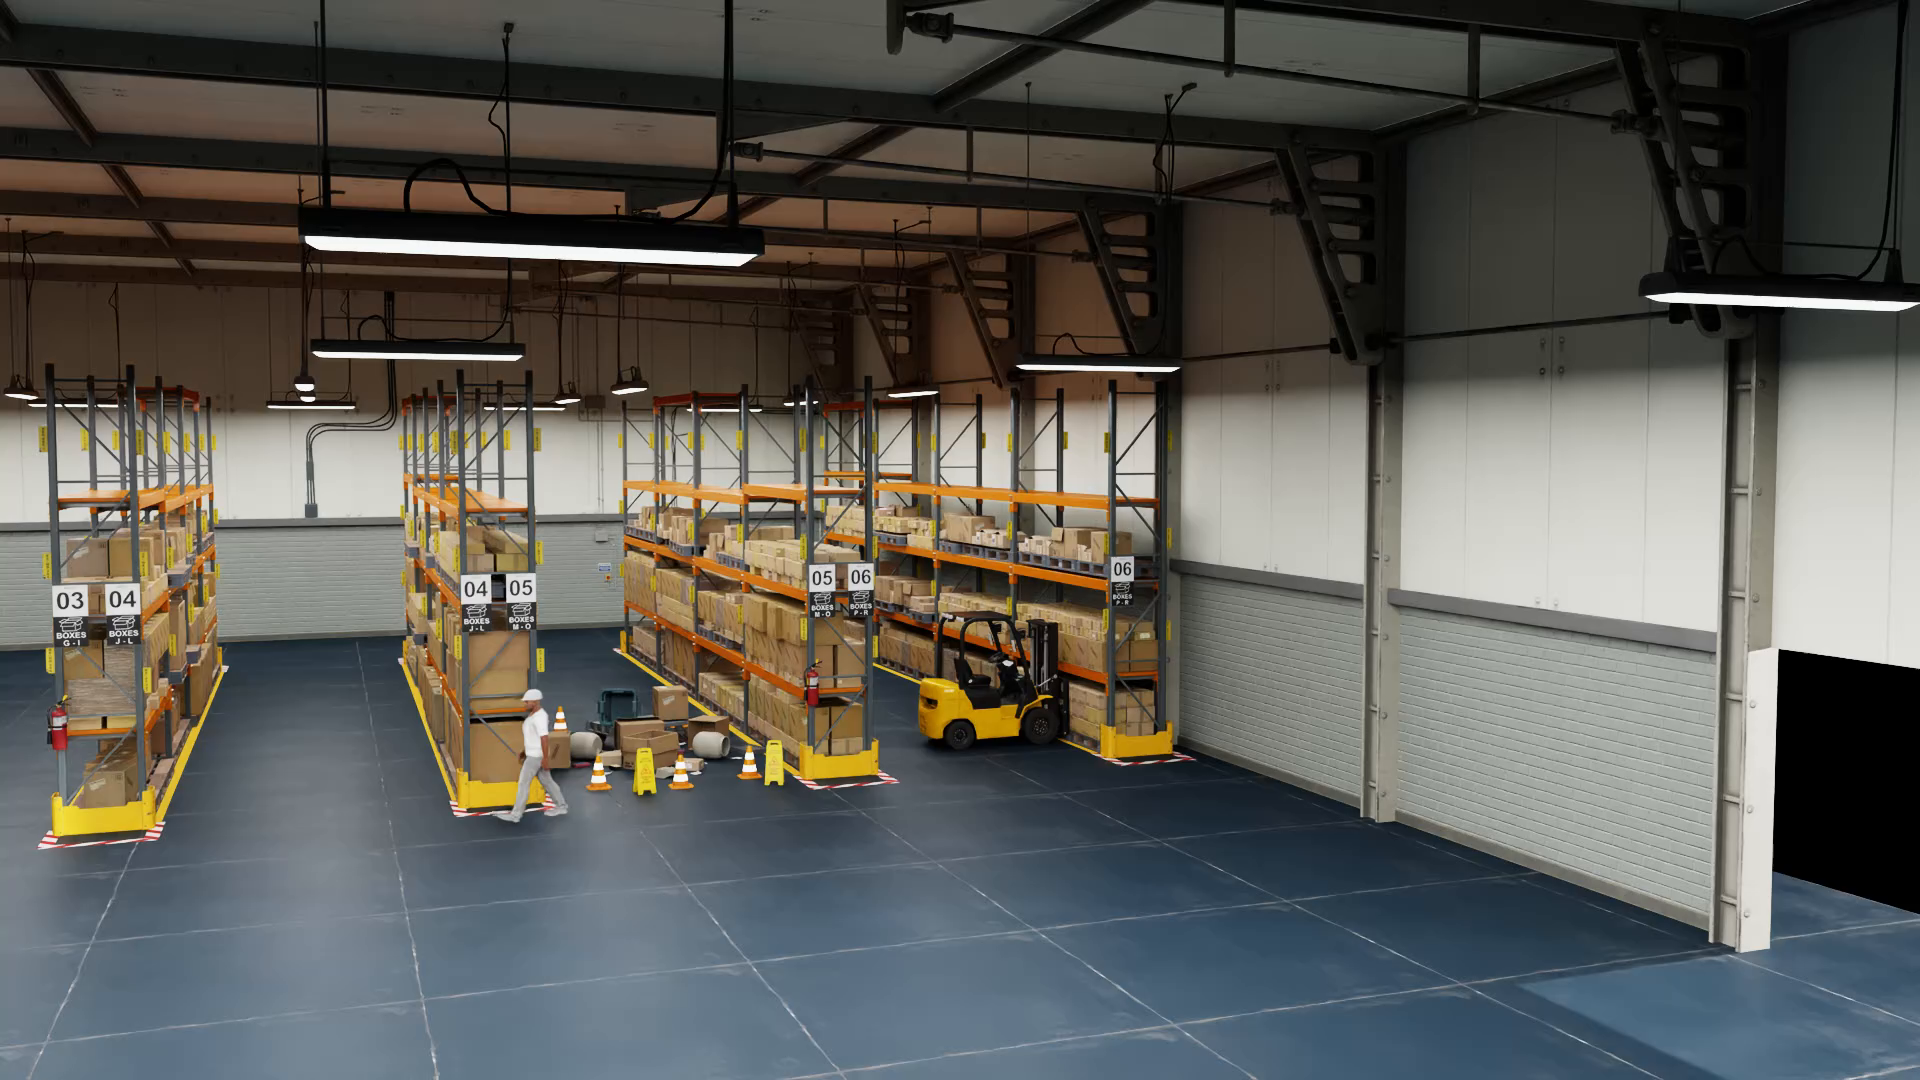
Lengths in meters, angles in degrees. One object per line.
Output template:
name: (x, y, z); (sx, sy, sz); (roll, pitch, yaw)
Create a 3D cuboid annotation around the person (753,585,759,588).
person: (-4.549, 1.872, 38.200); (0.524, 1.781, 0.612); (2, 4, 27)

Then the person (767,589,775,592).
person: (-4.892, 1.655, 43.362); (0.493, 1.633, 0.945); (3, 5, 44)

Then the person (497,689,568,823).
person: (-5.673, 2.846, 22.052); (0.909, 1.742, 0.568); (-1, 3, -13)
